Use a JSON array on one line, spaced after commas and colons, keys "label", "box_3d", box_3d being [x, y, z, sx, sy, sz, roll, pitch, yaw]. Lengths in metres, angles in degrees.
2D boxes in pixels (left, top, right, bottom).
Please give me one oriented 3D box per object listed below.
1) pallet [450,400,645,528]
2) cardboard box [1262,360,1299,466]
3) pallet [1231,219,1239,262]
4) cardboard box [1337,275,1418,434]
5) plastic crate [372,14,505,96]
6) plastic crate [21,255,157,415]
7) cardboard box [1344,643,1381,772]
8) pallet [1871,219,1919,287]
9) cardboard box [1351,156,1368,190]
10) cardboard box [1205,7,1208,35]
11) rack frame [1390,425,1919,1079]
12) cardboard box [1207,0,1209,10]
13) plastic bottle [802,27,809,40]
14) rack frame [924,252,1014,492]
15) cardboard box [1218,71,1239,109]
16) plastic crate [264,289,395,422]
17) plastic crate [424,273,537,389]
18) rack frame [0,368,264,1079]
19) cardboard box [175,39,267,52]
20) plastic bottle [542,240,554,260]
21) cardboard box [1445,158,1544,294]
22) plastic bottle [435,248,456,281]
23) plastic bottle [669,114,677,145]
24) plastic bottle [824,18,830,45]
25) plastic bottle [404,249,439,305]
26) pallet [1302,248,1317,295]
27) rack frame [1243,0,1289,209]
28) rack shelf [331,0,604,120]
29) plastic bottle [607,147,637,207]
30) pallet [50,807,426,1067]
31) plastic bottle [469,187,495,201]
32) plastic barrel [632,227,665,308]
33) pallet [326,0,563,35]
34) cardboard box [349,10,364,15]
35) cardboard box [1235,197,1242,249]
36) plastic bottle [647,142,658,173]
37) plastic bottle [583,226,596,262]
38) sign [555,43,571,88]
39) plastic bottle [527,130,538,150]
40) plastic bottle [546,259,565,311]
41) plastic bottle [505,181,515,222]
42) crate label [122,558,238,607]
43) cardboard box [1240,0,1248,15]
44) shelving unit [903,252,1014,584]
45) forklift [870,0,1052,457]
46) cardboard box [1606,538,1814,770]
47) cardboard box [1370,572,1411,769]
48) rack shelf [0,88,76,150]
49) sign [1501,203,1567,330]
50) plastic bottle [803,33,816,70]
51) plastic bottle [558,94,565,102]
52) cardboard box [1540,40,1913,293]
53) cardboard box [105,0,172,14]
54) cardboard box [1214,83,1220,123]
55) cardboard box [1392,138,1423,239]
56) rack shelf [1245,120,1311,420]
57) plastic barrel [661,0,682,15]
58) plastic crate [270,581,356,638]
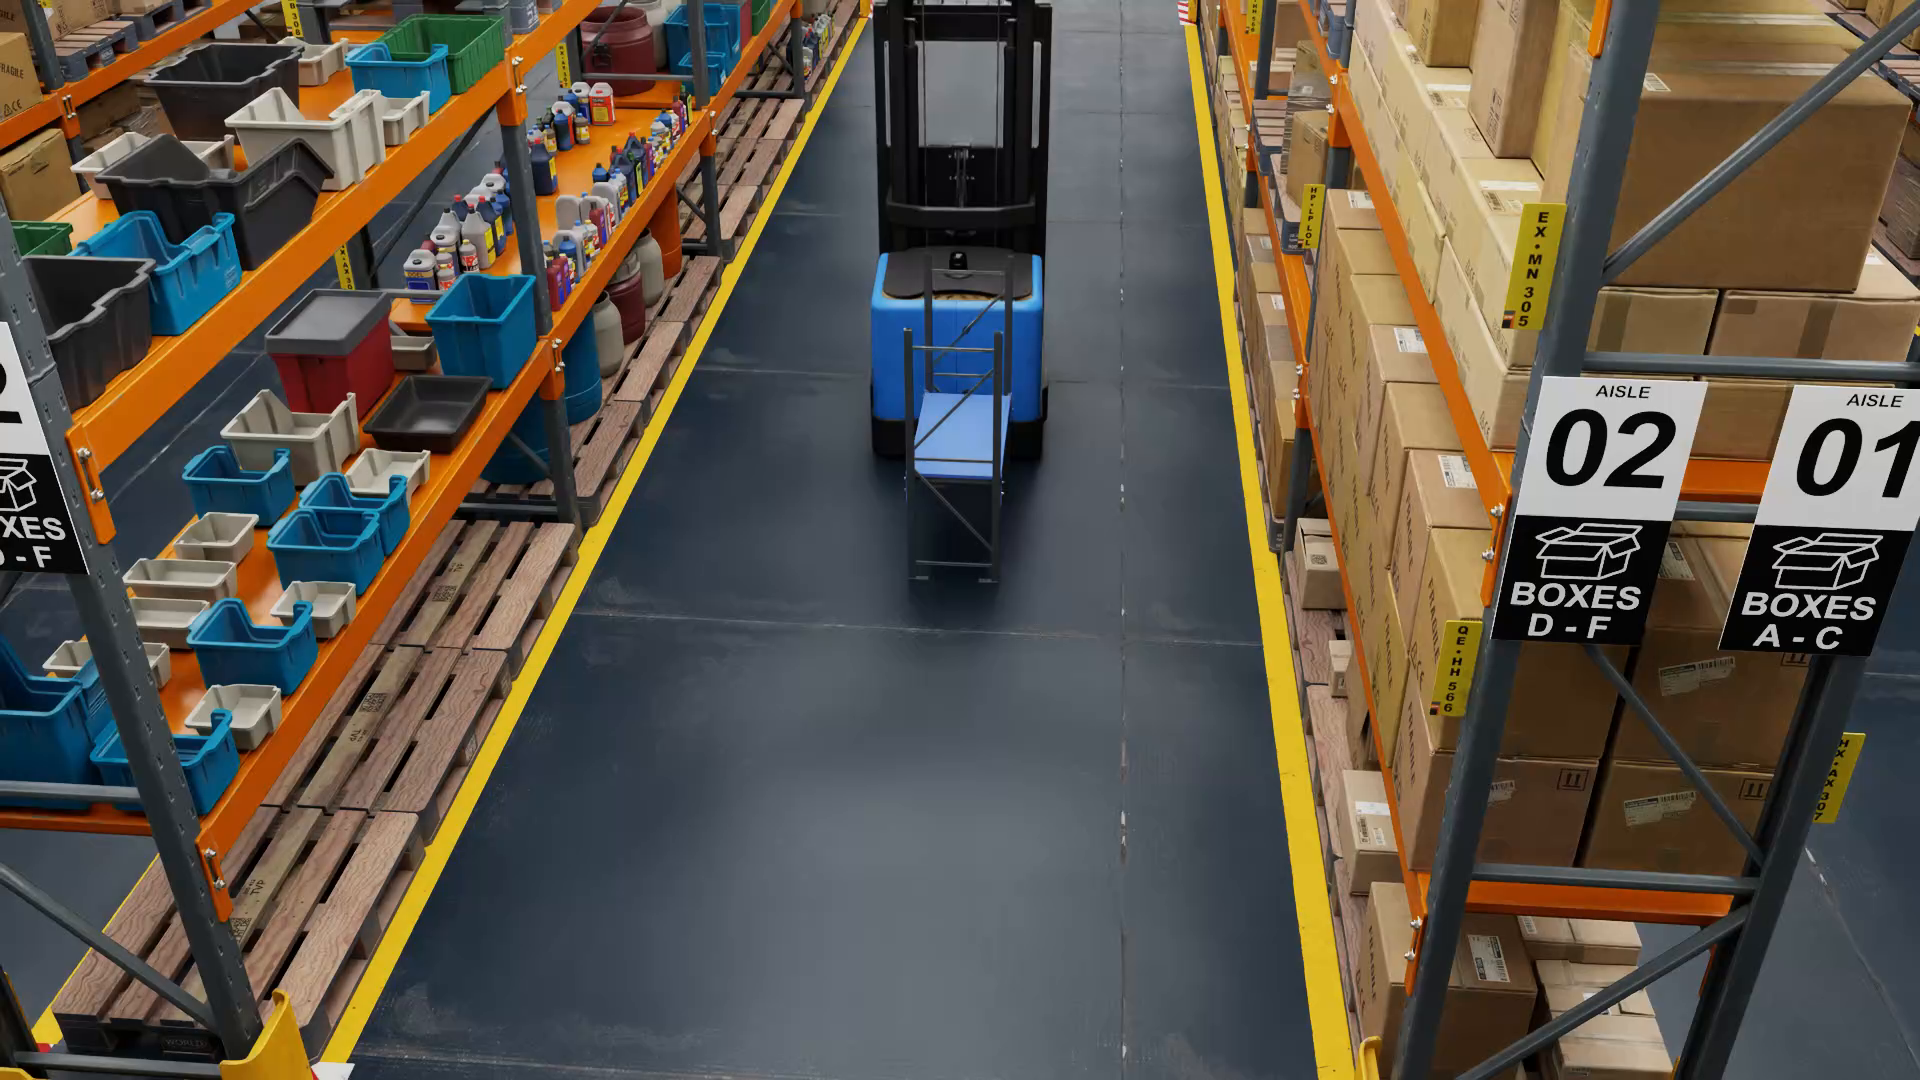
[{"label": "pallet", "box_3d": [-2.562, -0.494, 10.131, 1.003, 0.211, 1.213, 2, 32, 4]}, {"label": "cardboard box", "box_3d": [2.074, -0.718, 9.799, 0.500, 0.500, 0.500, 3, 32, 4]}, {"label": "pallet", "box_3d": [2.702, -2.399, 13.222, 1.003, 0.211, 1.213, 2, 32, 4]}, {"label": "cardboard box", "box_3d": [1.868, -0.761, 6.858, 0.500, 0.500, 0.500, 2, 32, 3]}, {"label": "plastic crate", "box_3d": [-2.399, -2.232, 7.636, 0.450, 0.188, 0.662, 2, 32, 4]}, {"label": "plastic crate", "box_3d": [-2.683, -0.599, 4.908, 0.497, 0.269, 0.590, 2, 32, 4]}, {"label": "cardboard box", "box_3d": [2.123, 0.792, 7.346, 0.797, 0.503, 0.637, 2, 32, 4]}, {"label": "pallet", "box_3d": [7.599, -2.169, 12.849, 1.003, 0.211, 1.213, 2, 32, 4]}, {"label": "cardboard box", "box_3d": [2.525, -1.888, 9.239, 0.700, 0.500, 0.500, 7, 32, 12]}, {"label": "cardboard box", "box_3d": [2.904, -5.555, 17.906, 0.500, 0.250, 0.500, 2, 32, 4]}, {"label": "rack frame", "box_3d": [1.945, 1.026, 5.007, 1.000, 3.000, 0.127, 2, 32, 4]}, {"label": "cardboard box", "box_3d": [2.916, -5.874, 17.708, 0.500, 0.500, 0.500, 2, 32, 4]}, {"label": "plastic bottle", "box_3d": [-1.635, -5.209, 17.301, 0.152, 0.276, 0.135, 2, 32, 4]}, {"label": "rack frame", "box_3d": [0.048, -0.949, 9.641, 0.500, 1.500, 0.032, 2, 32, 4]}, {"label": "cardboard box", "box_3d": [2.594, -4.029, 14.895, 0.500, 0.311, 0.500, 2, 32, 3]}, {"label": "plastic crate", "box_3d": [-2.989, -0.876, 7.975, 0.402, 0.464, 0.583, 2, 32, 4]}, {"label": "plastic crate", "box_3d": [-2.364, -1.040, 8.316, 0.392, 0.384, 0.575, 2, 32, 4]}, {"label": "rack frame", "box_3d": [-2.992, 0.812, 5.353, 1.000, 3.000, 0.127, 2, 32, 4]}, {"label": "cardboard box", "box_3d": [-7.023, -4.477, 15.900, 0.700, 0.500, 0.500, 0, 32, 0]}, {"label": "plastic bottle", "box_3d": [-2.345, -1.608, 9.469, 0.097, 0.201, 0.097, 0, 32, 0]}, {"label": "cardboard box", "box_3d": [1.773, -0.941, 5.006, 0.500, 0.250, 0.500, 2, 32, 4]}, {"label": "plastic bottle", "box_3d": [-2.902, -1.544, 9.366, 0.097, 0.201, 0.097, 0, 32, 0]}, {"label": "plastic bottle", "box_3d": [-2.002, -2.826, 11.446, 0.097, 0.201, 0.097, 0, 32, 0]}, {"label": "plastic bottle", "box_3d": [-1.461, -5.400, 17.610, 0.152, 0.276, 0.135, 2, 32, 3]}, {"label": "plastic bottle", "box_3d": [-2.956, -1.447, 9.137, 0.152, 0.276, 0.135, 2, 32, 4]}, {"label": "pallet", "box_3d": [2.444, -1.397, 9.122, 1.003, 0.211, 1.213, 2, 32, 4]}, {"label": "rack frame", "box_3d": [2.596, -3.158, 11.795, 1.000, 3.000, 0.127, 2, 32, 4]}, {"label": "rack shelf", "box_3d": [-2.503, -3.296, 9.846, 1.077, 0.370, 4.000, 2, 32, 4]}, {"label": "plastic bottle", "box_3d": [-2.122, -2.275, 10.410, 0.144, 0.351, 0.185, 2, 32, 4]}, {"label": "pallet", "box_3d": [-2.886, 1.570, 6.782, 1.003, 0.211, 1.213, 2, 32, 4]}, {"label": "plastic bottle", "box_3d": [-2.874, -1.972, 9.989, 0.152, 0.276, 0.135, 2, 32, 4]}, {"label": "plastic barrel", "box_3d": [-2.320, -1.935, 11.782, 0.421, 0.512, 0.421, 0, 32, 0]}, {"label": "pallet", "box_3d": [-2.700, -2.890, 8.682, 1.213, 0.211, 1.003, 2, 32, 4]}, {"label": "cardboard box", "box_3d": [-6.777, -5.914, 18.250, 0.500, 0.500, 0.500, 5, 32, 9]}, {"label": "cardboard box", "box_3d": [2.396, -2.451, 12.869, 0.500, 0.250, 0.500, 3, 32, 5]}, {"label": "plastic bottle", "box_3d": [-2.050, -2.520, 10.950, 0.097, 0.201, 0.097, 0, 32, 0]}, {"label": "plastic bottle", "box_3d": [-2.174, -1.722, 9.655, 0.097, 0.201, 0.097, 0, 32, 0]}, {"label": "sign", "box_3d": [-2.889, -3.460, 12.131, 0.100, 0.325, 0.005, 2, 32, 4]}, {"label": "plastic bottle", "box_3d": [-2.810, -2.561, 10.950, 0.097, 0.271, 0.097, 0, 32, 0]}, {"label": "plastic bottle", "box_3d": [-2.211, -1.403, 9.060, 0.061, 0.283, 0.133, 2, 32, 4]}, {"label": "plastic bottle", "box_3d": [-2.730, -2.095, 10.194, 0.097, 0.271, 0.097, 0, 32, 0]}, {"label": "crate label", "box_3d": [-3.069, 0.167, 6.594, 0.396, 0.136, 0.243, 2, 32, 4]}, {"label": "cardboard box", "box_3d": [2.646, -4.688, 14.517, 0.380, 0.149, 0.250, 2, 32, 4]}, {"label": "shelving unit", "box_3d": [0.007, -0.683, 9.209, 0.538, 1.500, 1.048, 2, 32, 4]}, {"label": "forklift", "box_3d": [0.024, -2.499, 10.792, 1.130, 2.935, 3.031, 1, 32, 1]}, {"label": "cardboard box", "box_3d": [2.244, 0.337, 5.077, 0.500, 0.500, 0.500, 3, 32, 5]}, {"label": "cardboard box", "box_3d": [1.749, 0.466, 5.820, 0.500, 0.500, 0.500, 3, 32, 4]}, {"label": "rack shelf", "box_3d": [-7.440, -2.231, 10.976, 1.077, 0.370, 4.000, 2, 32, 4]}, {"label": "sign", "box_3d": [1.393, -0.662, 4.043, 0.100, 0.325, 0.005, 2, 32, 4]}, {"label": "plastic bottle", "box_3d": [-1.535, -4.927, 16.771, 0.144, 0.351, 0.185, 3, 32, 5]}, {"label": "plastic bottle", "box_3d": [-2.770, -2.939, 11.552, 0.061, 0.283, 0.133, 2, 32, 4]}, {"label": "cardboard box", "box_3d": [1.971, -0.989, 4.368, 0.700, 0.500, 0.500, 2, 32, 4]}, {"label": "cardboard box", "box_3d": [-6.911, -4.564, 13.820, 0.500, 0.250, 0.500, 2, 32, 3]}, {"label": "cardboard box", "box_3d": [2.642, -4.057, 15.475, 0.500, 0.250, 0.500, 2, 32, 3]}, {"label": "cardboard box", "box_3d": [1.860, -1.251, 5.985, 0.500, 0.250, 0.500, 2, 32, 4]}, {"label": "rack shelf", "box_3d": [2.433, -1.806, 10.287, 1.077, 0.370, 4.000, 2, 32, 4]}, {"label": "plastic barrel", "box_3d": [-2.435, -4.186, 13.357, 0.421, 0.512, 0.421, 0, 32, 0]}, {"label": "plastic crate", "box_3d": [-2.480, 0.265, 6.436, 0.250, 0.136, 0.298, 2, 32, 4]}]
